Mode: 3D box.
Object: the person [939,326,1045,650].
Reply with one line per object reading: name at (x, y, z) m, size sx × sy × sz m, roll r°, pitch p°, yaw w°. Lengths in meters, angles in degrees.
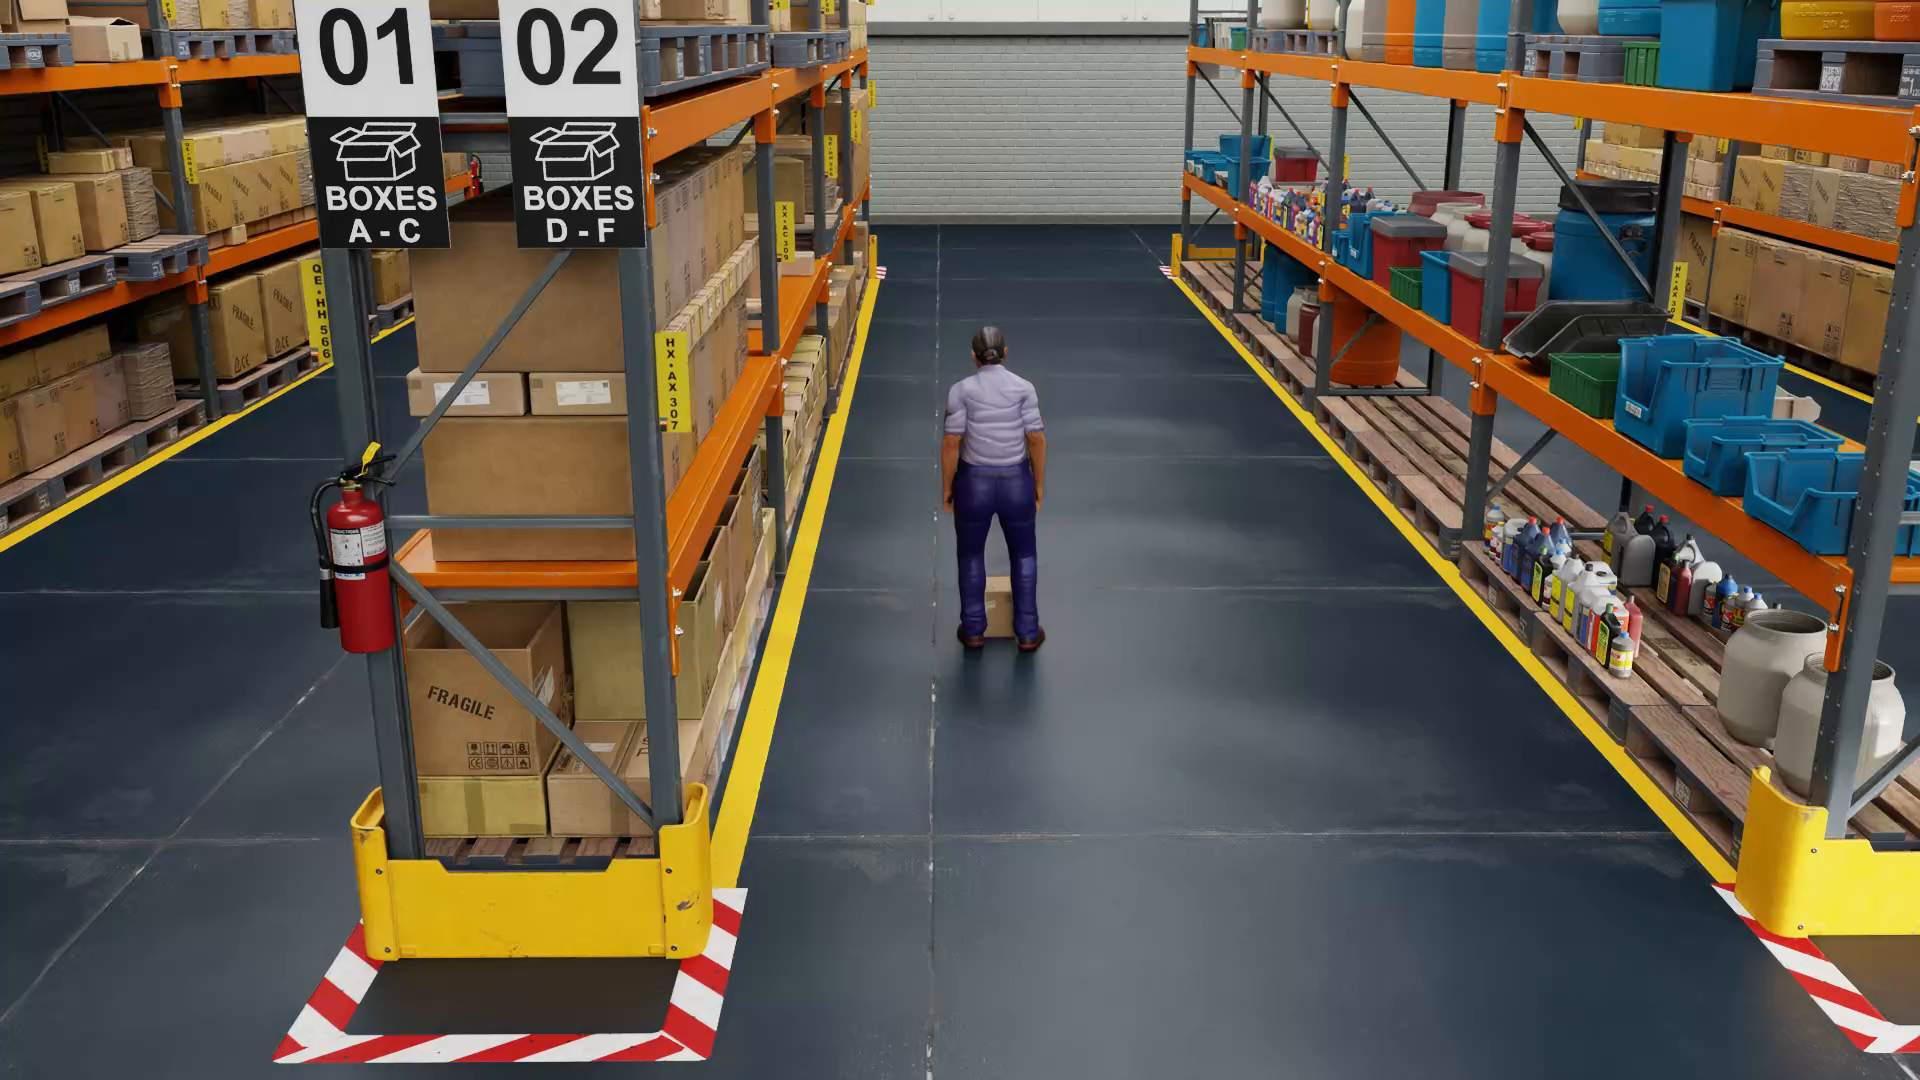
person at (0.171, -0.247, 8.380) m, size 0.561 × 1.636 × 0.427 m, roll -1°, pitch 17°, yaw -4°
